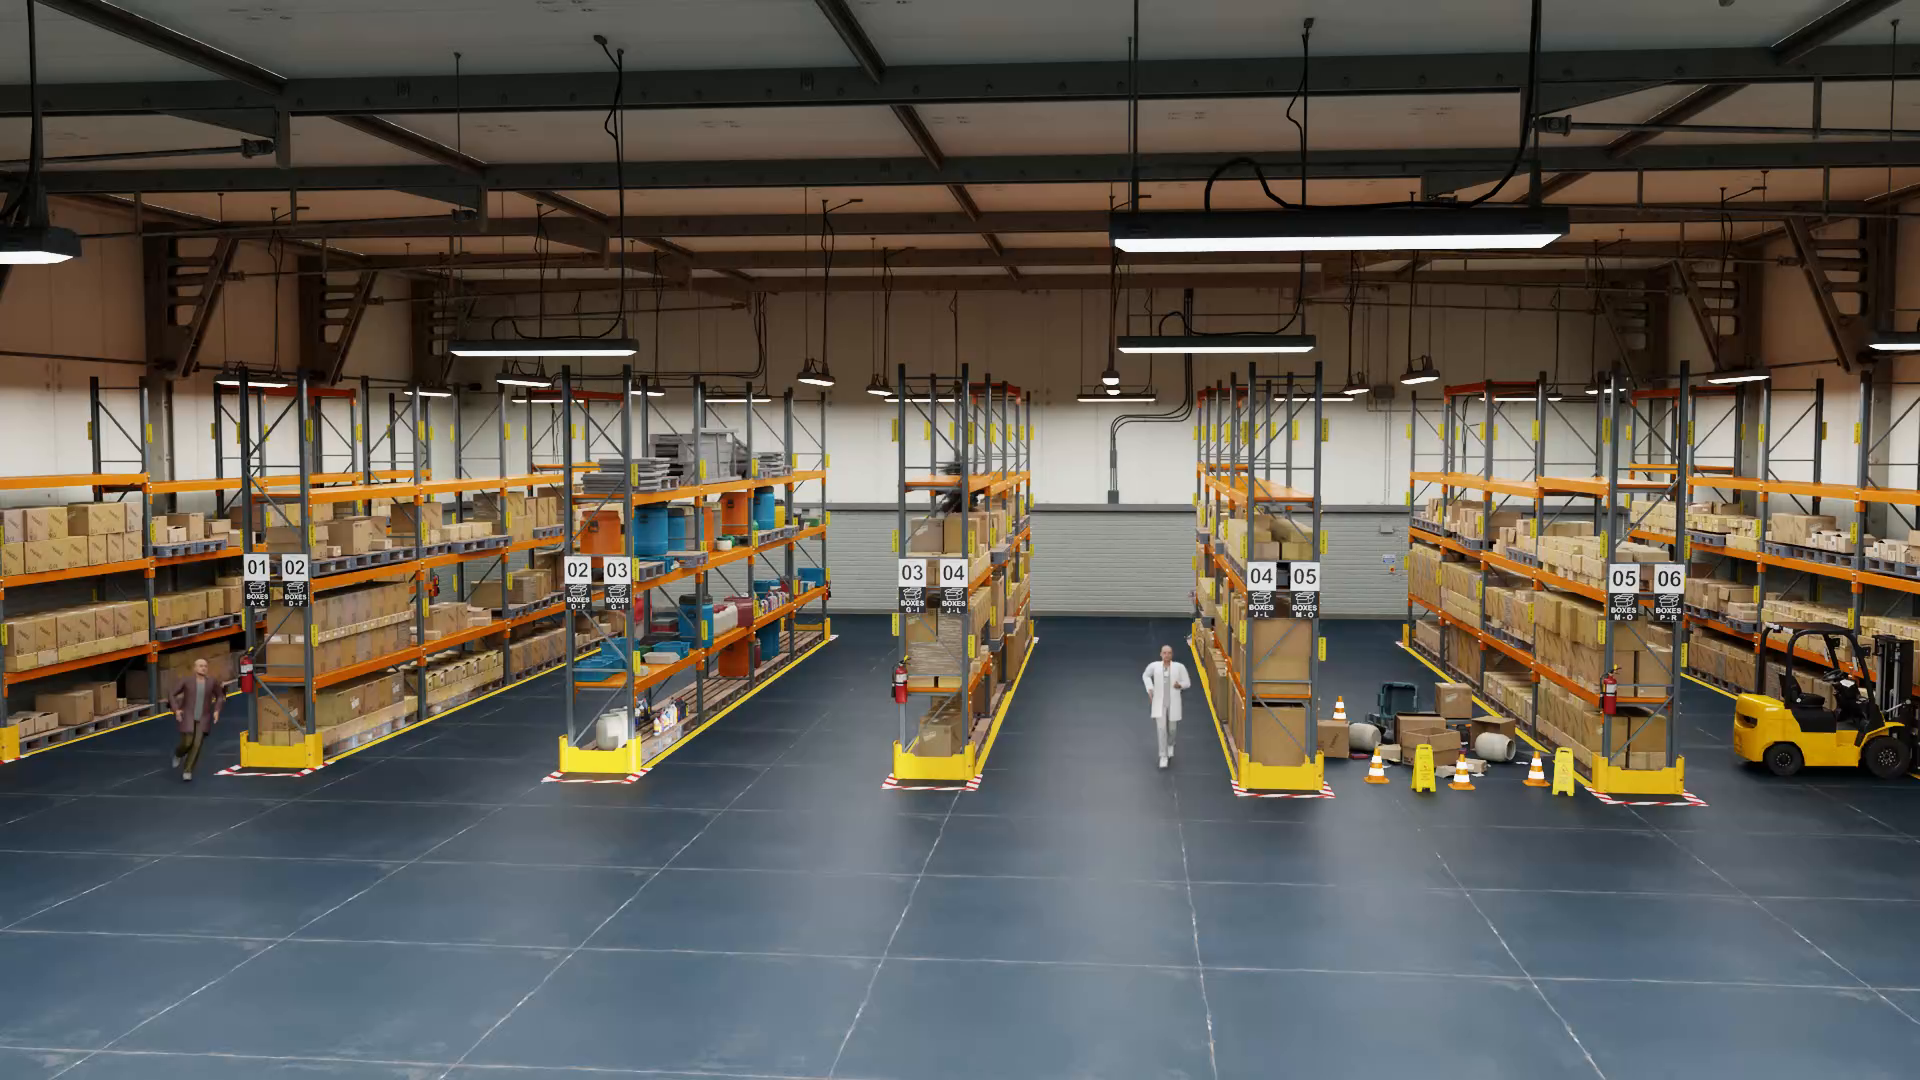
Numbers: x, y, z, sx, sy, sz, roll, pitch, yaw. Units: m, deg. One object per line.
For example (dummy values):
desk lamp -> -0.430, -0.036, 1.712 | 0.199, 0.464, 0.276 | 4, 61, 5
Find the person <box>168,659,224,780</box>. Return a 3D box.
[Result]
person -> -11.107, 2.592, 24.244 | 0.758, 1.703, 0.733 | -3, 5, -36

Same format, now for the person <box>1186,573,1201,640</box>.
person -> 5.847, 1.607, 40.547 | 0.817, 1.608, 0.582 | -1, 4, -17

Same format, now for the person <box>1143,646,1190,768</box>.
person -> 3.113, 2.472, 25.060 | 0.709, 1.759, 1.038 | 0, 4, 5

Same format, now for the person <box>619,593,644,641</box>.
person -> -6.910, 1.887, 35.236 | 0.599, 1.780, 0.880 | 0, 4, 0
